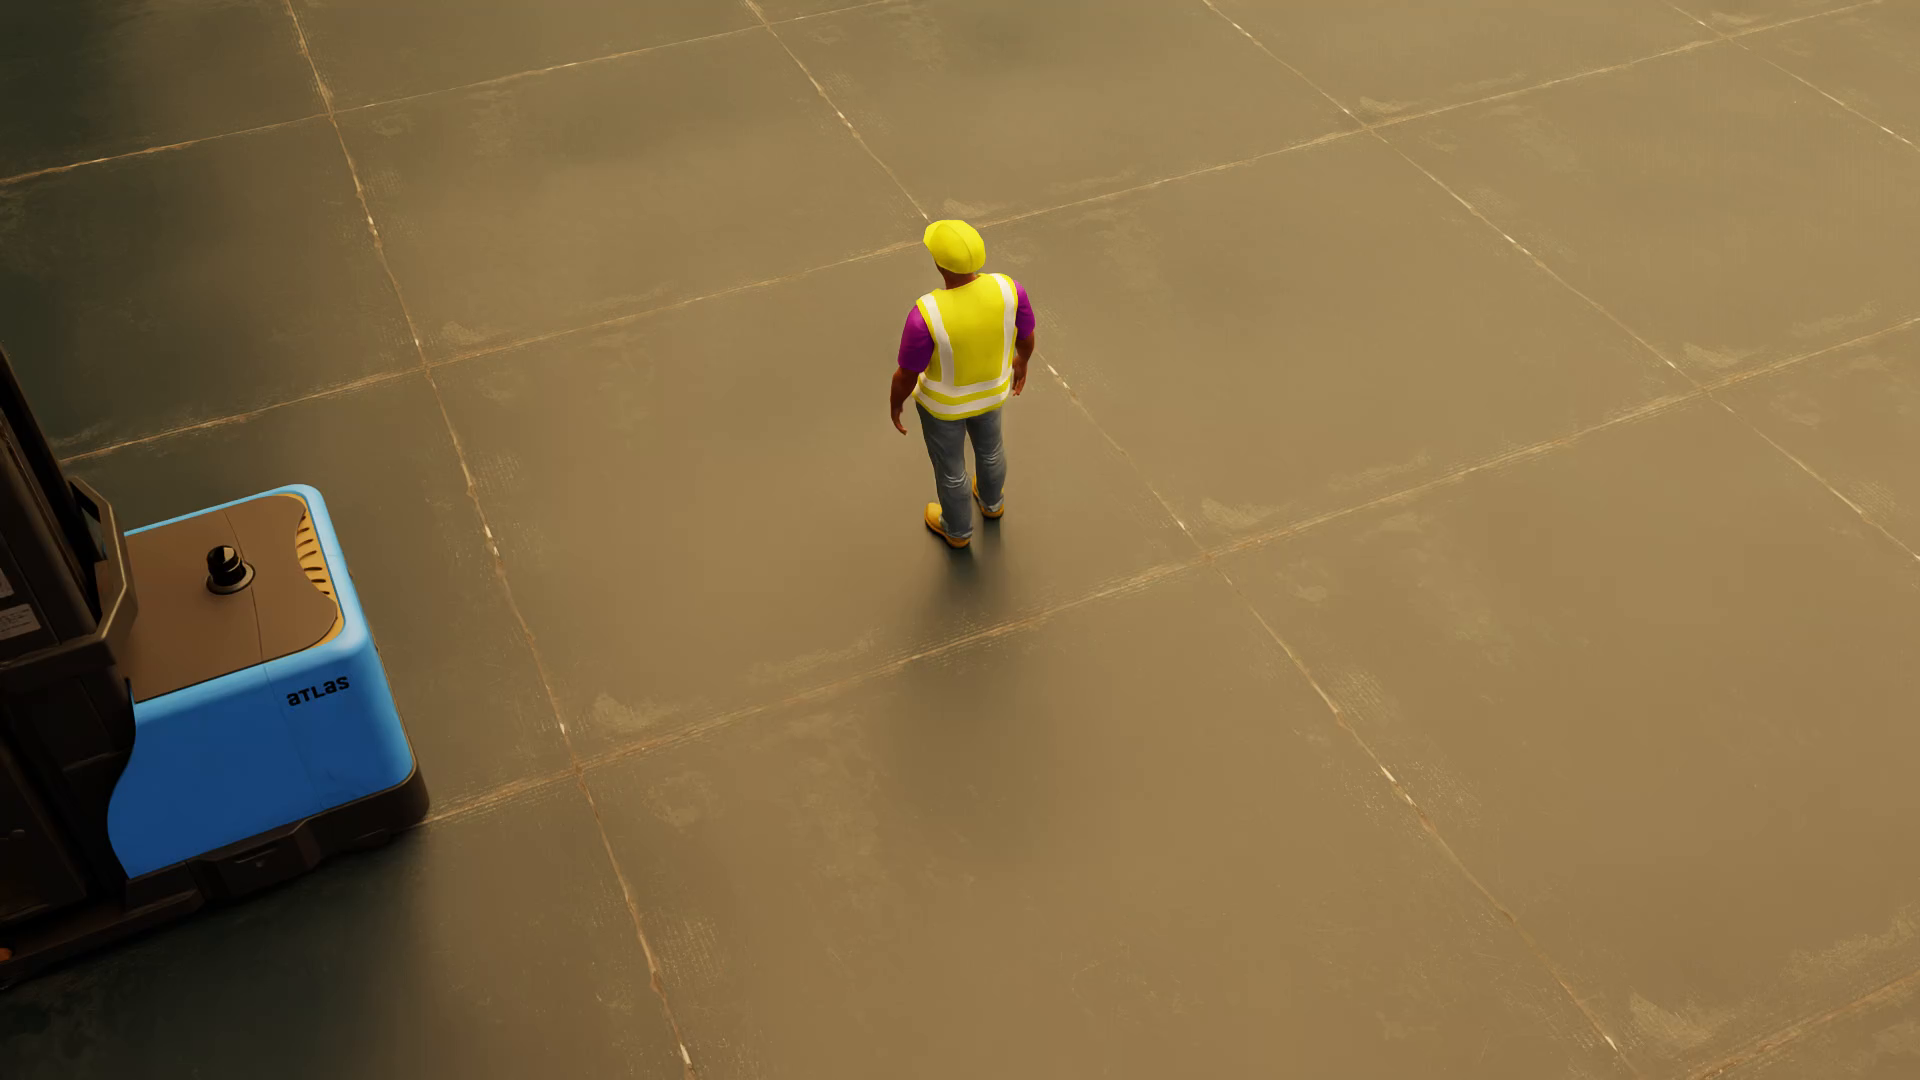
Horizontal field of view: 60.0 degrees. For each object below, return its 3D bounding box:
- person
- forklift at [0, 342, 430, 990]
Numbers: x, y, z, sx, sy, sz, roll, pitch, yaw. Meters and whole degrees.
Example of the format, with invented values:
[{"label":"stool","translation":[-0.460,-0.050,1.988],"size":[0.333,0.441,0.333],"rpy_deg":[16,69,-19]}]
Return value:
[{"label":"person","translation":[-0.025,-0.696,7.269],"size":[0.666,1.768,0.575],"rpy_deg":[-18,46,-18]},{"label":"forklift","translation":[-3.655,0.217,5.447],"size":[3.031,2.935,1.130],"rpy_deg":[-19,46,-19]}]
